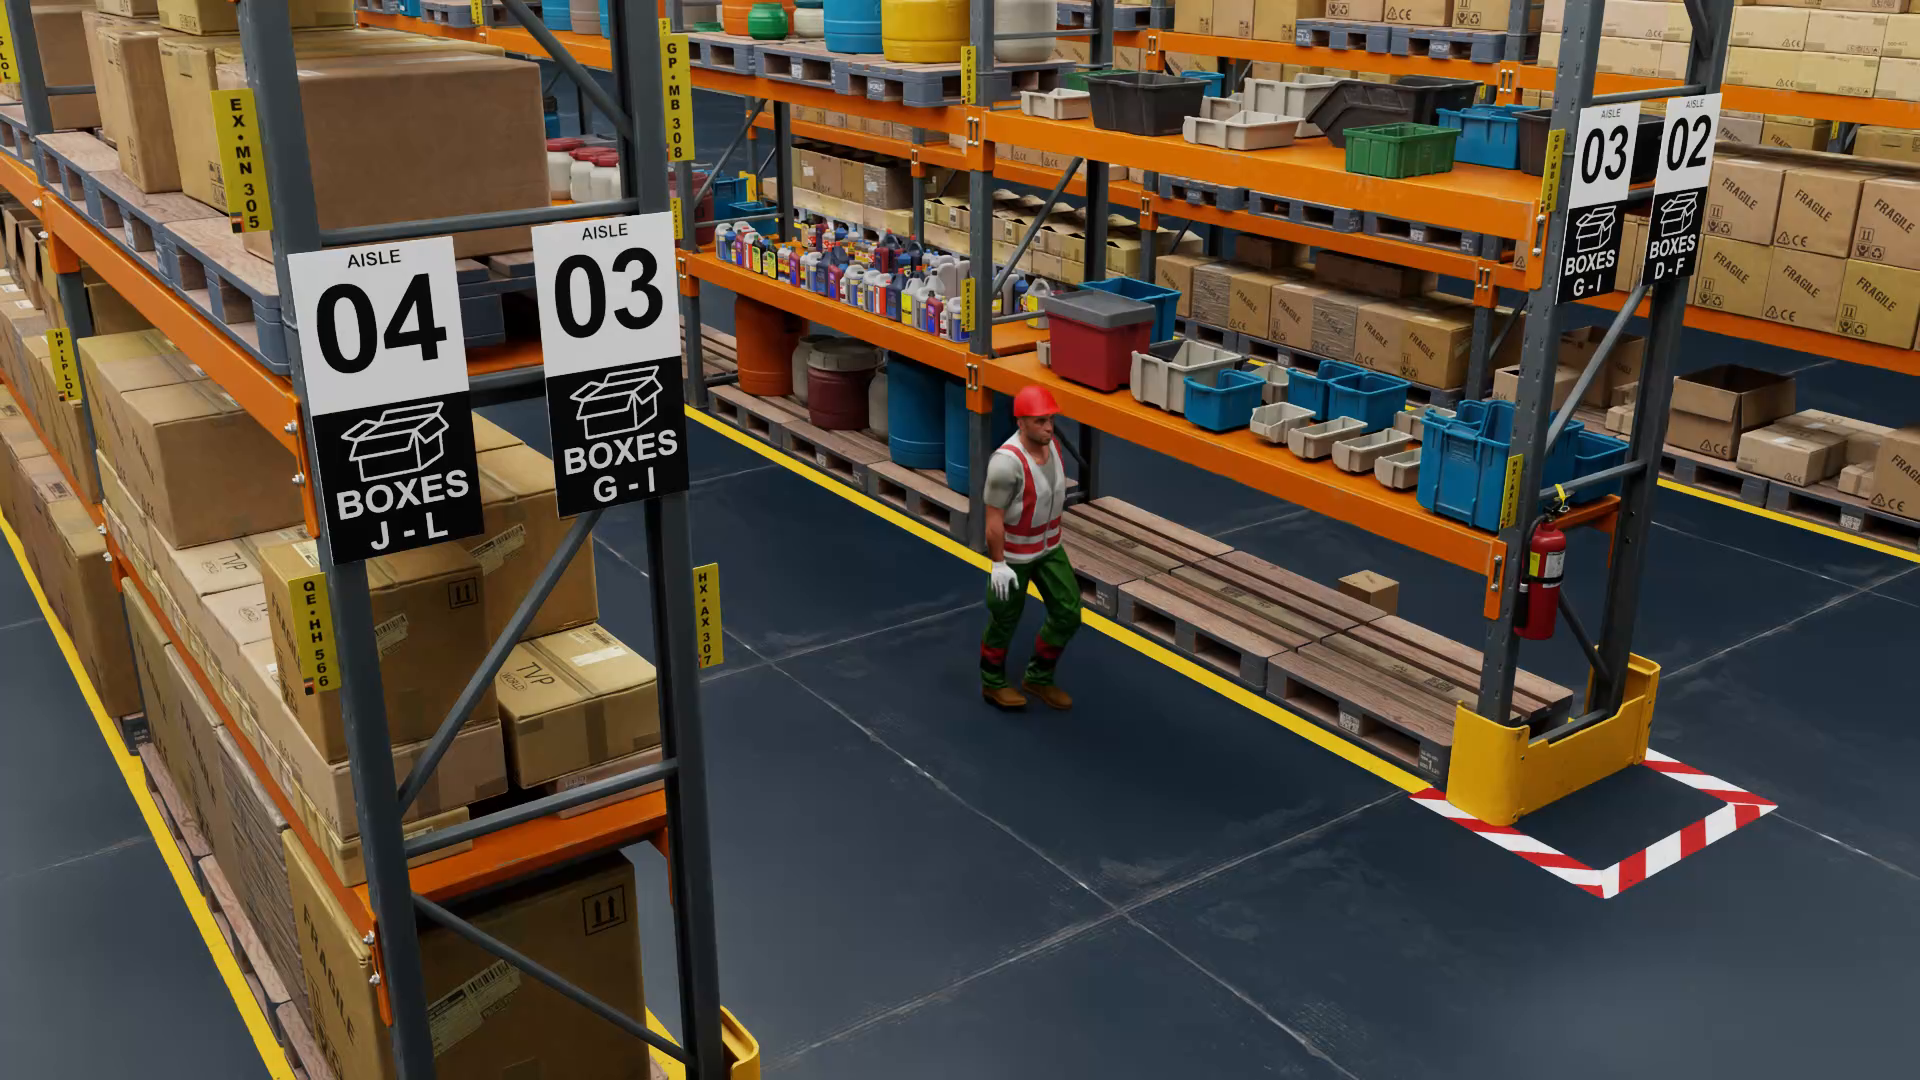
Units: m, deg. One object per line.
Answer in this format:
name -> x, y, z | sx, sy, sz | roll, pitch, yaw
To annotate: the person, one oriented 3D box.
person -> 0.317, 0.060, 8.369 | 0.579, 1.784, 0.534 | -19, 28, -40
